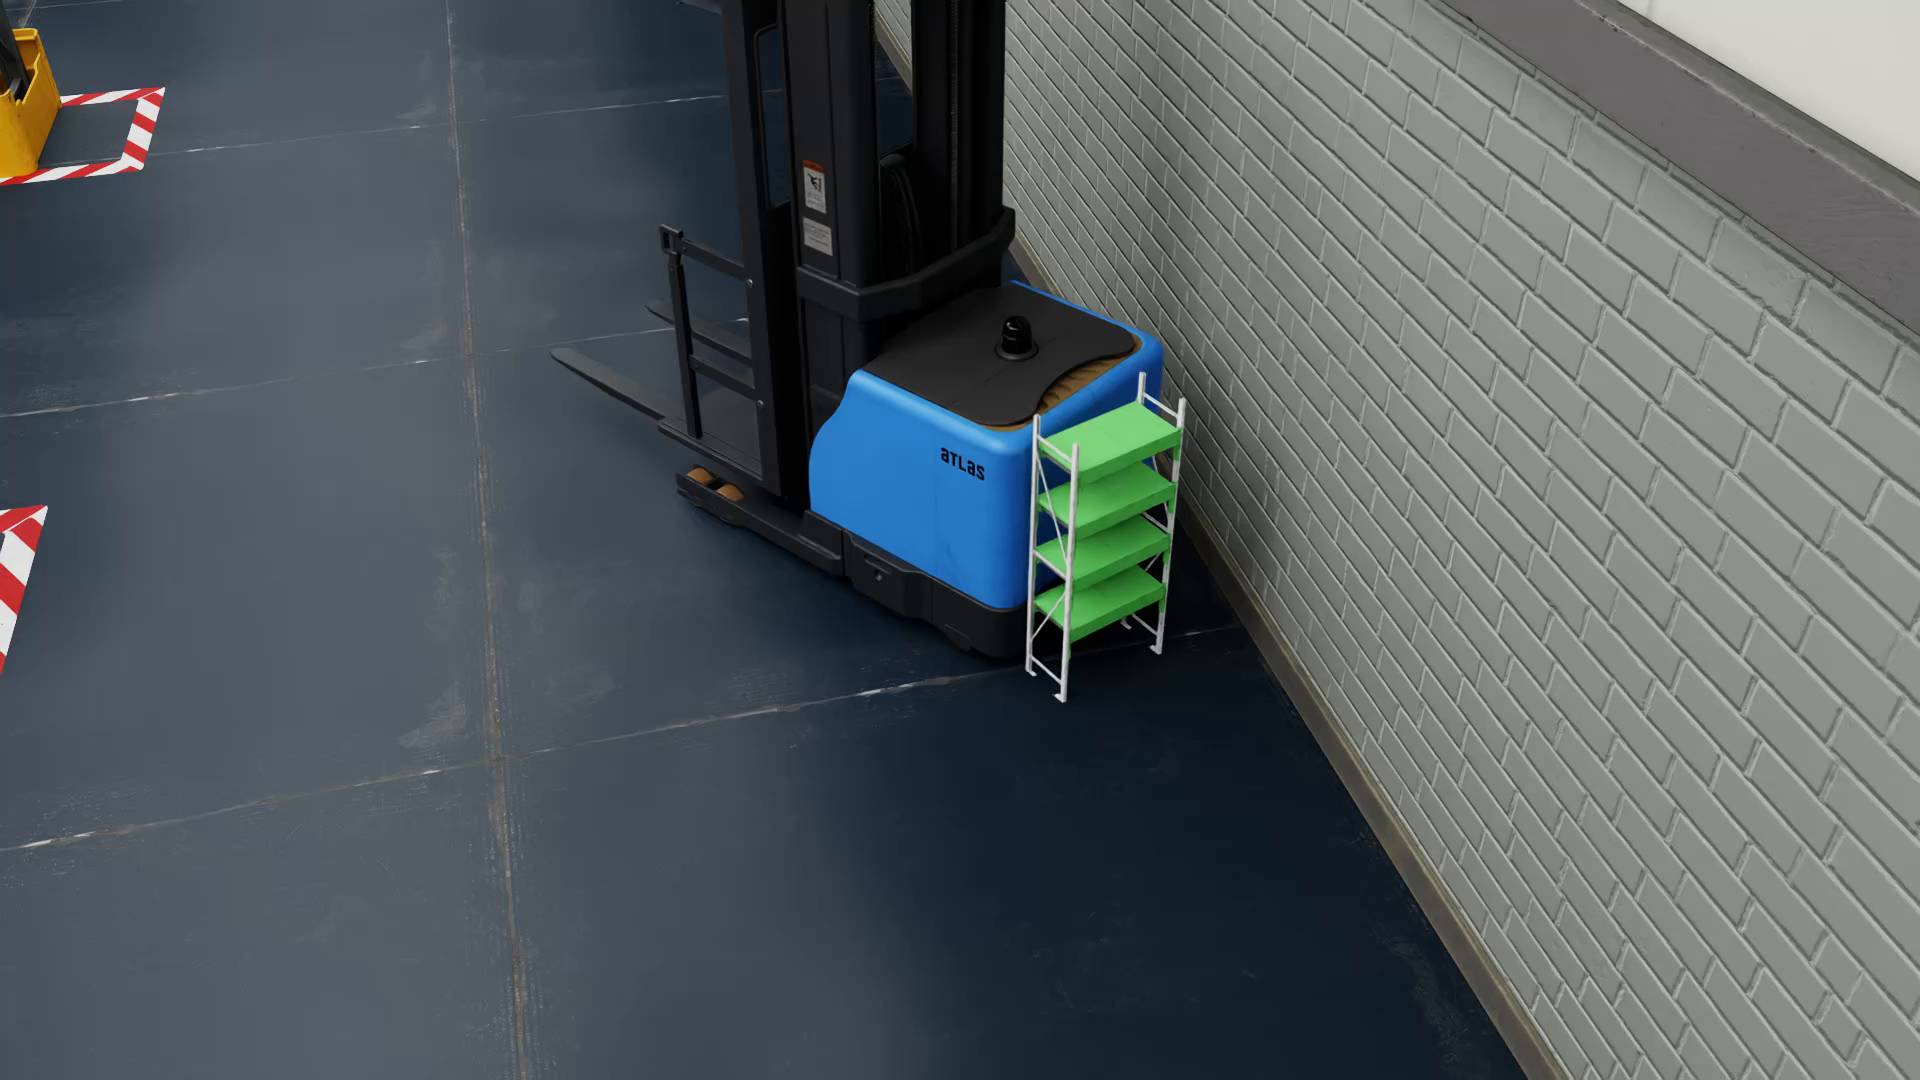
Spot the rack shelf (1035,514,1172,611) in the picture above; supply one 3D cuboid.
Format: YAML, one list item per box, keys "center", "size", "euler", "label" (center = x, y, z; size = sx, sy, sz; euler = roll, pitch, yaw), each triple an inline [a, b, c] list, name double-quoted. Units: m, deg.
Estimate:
- center: [0.533, 0.058, 6.292]
  size: [0.480, 0.148, 0.258]
  euler: [-24, 43, -28]
  label: "rack shelf"

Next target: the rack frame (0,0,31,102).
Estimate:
- center: [-6.000, -3.738, 9.667]
  size: [0.127, 3.000, 1.000]
  euler: [-9, 38, -12]
  label: "rack frame"

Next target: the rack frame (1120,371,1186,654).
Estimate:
- center: [0.731, -0.079, 6.366]
  size: [0.015, 1.200, 0.240]
  euler: [-24, 43, -28]
  label: "rack frame"

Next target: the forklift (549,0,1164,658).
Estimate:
- center: [-0.631, -1.457, 6.742]
  size: [3.031, 2.935, 1.130]
  euler: [27, 45, 31]
  label: "forklift"

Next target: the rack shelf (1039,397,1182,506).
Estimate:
- center: [0.533, -0.323, 6.000]
  size: [0.480, 0.148, 0.258]
  euler: [-24, 43, -28]
  label: "rack shelf"

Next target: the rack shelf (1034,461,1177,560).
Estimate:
- center: [0.533, -0.133, 6.146]
  size: [0.480, 0.148, 0.258]
  euler: [-24, 43, -28]
  label: "rack shelf"

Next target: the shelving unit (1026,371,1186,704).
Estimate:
- center: [0.533, 0.007, 6.253]
  size: [0.503, 1.200, 0.258]
  euler: [-24, 43, -28]
  label: "shelving unit"

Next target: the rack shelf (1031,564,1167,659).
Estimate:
- center: [0.533, 0.249, 6.438]
  size: [0.480, 0.148, 0.258]
  euler: [-24, 43, -28]
  label: "rack shelf"

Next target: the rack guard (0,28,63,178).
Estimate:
- center: [-5.977, -2.749, 10.432]
  size: [0.348, 0.500, 1.175]
  euler: [-9, 38, -12]
  label: "rack guard"

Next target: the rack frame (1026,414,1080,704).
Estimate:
- center: [0.335, 0.094, 6.140]
  size: [0.015, 1.200, 0.240]
  euler: [-24, 43, -28]
  label: "rack frame"
